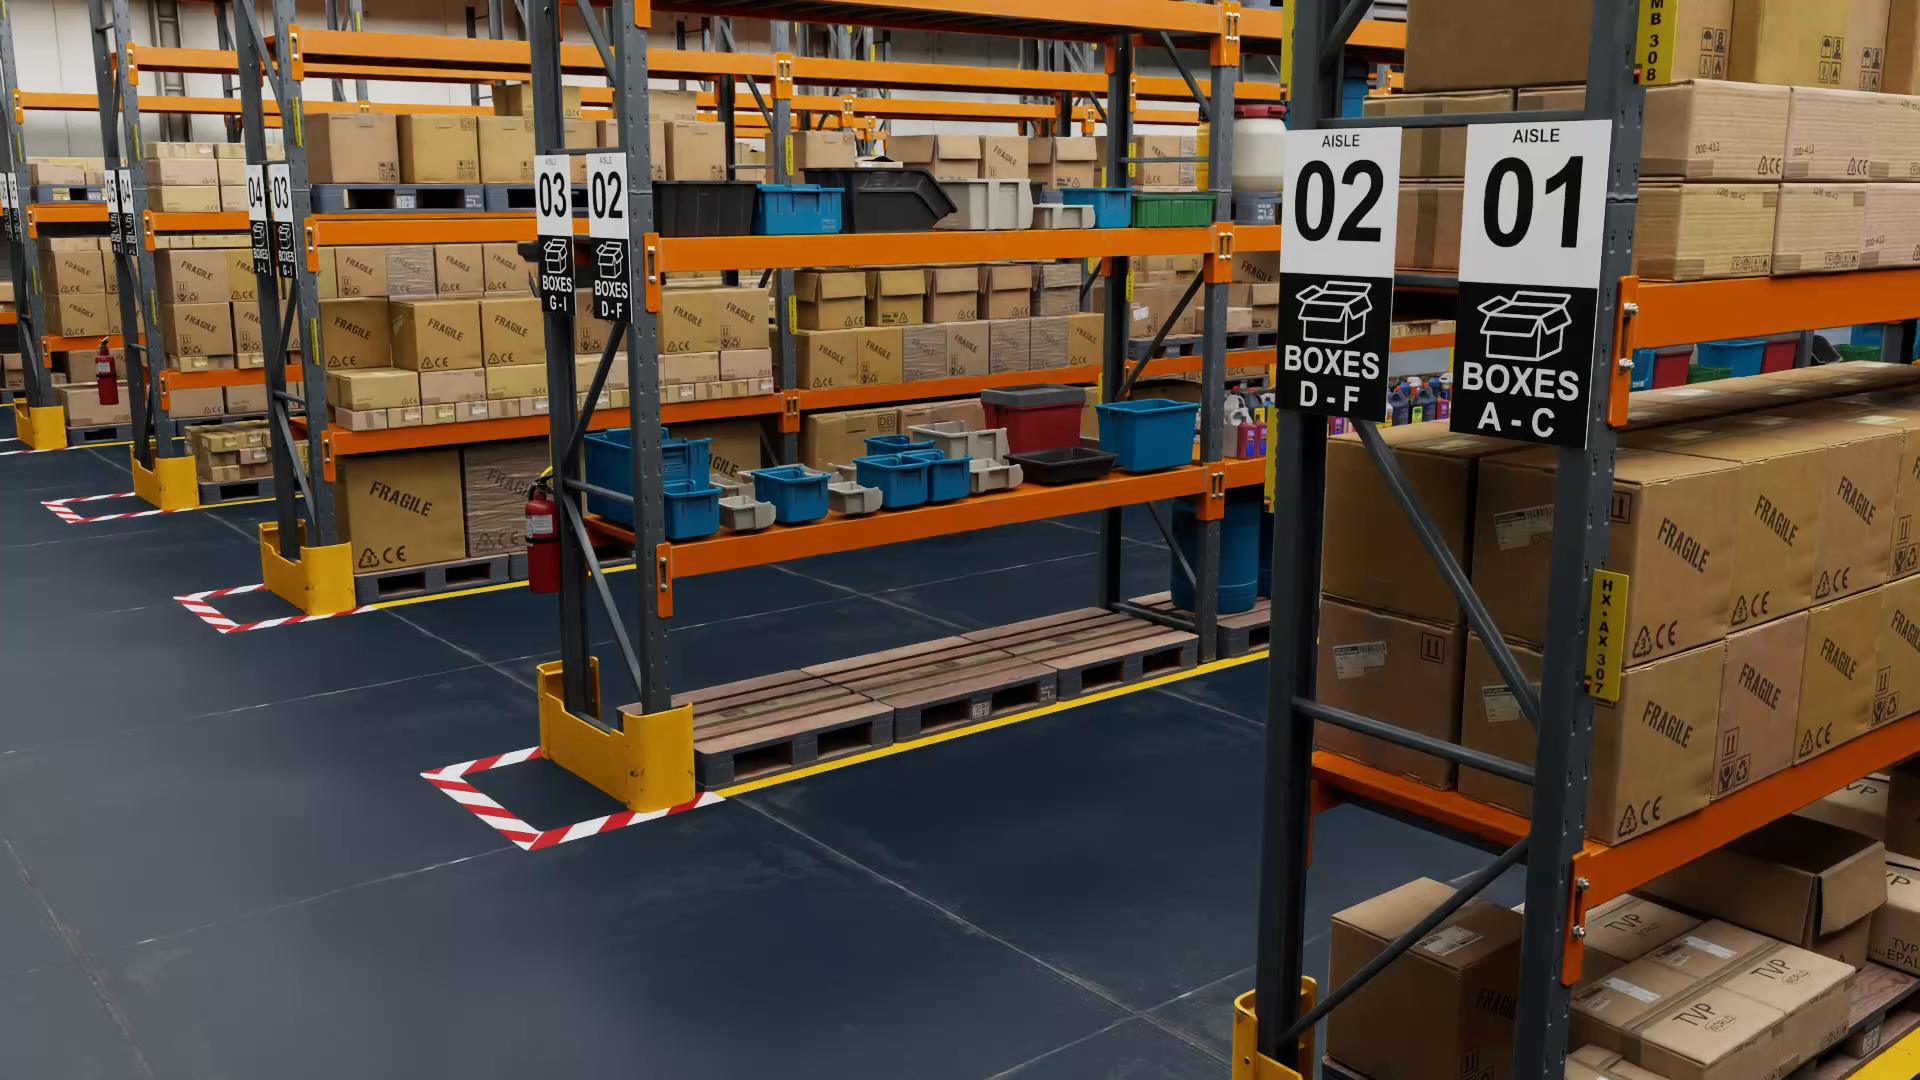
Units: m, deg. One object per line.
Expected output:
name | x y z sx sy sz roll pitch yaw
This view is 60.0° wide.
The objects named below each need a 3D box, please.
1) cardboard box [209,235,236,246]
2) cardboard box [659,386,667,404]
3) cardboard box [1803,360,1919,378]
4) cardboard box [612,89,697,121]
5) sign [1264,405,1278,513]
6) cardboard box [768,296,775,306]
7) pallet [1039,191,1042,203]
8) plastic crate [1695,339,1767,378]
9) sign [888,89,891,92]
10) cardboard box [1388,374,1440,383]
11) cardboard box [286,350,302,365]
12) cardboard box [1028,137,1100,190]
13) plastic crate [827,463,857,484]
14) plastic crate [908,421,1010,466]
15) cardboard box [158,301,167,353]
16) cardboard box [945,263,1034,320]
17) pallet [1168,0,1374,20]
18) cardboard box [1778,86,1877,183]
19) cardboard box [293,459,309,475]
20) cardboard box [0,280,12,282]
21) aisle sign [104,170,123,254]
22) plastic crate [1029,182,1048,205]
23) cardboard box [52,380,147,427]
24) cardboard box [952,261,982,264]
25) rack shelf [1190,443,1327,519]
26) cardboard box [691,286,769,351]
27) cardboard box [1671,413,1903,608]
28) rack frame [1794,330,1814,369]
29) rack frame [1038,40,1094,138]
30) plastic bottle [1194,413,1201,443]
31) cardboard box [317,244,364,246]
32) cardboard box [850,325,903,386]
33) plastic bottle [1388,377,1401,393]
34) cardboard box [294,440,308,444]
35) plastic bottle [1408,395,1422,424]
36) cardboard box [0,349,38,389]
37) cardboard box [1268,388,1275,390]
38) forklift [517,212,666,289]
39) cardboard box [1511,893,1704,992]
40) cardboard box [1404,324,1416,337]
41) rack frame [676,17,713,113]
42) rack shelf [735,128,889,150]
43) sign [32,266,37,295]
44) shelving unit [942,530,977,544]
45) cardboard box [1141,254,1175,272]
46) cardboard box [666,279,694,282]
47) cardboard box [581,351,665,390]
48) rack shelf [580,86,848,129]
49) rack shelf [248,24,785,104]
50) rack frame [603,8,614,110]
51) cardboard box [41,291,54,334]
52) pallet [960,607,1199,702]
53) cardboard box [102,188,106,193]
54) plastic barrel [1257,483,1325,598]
cardboard box | -9.229 -3.732 20.772 0.250 0.149 0.380 -9 15 -38
cardboard box | -2.613 -1.202 13.671 0.250 0.149 0.380 -9 15 -37
cardboard box | 3.866 -0.466 6.954 0.500 0.500 0.500 -9 15 -36
cardboard box | -2.514 -3.567 13.687 0.500 0.250 0.500 -11 16 -41
sign | 0.955 -0.238 4.980 0.005 0.325 0.100 -9 15 -38
cardboard box | -2.380 -2.876 19.827 0.250 0.149 0.380 -9 15 -38
pallet | 0.007 -3.207 15.743 1.213 0.211 1.003 -9 15 -35
plastic crate | 6.898 -1.584 14.906 0.575 0.384 0.392 -9 15 -38
sign | -1.372 -8.860 32.251 0.005 0.325 0.100 -9 15 -38
cardboard box | 5.687 -1.786 20.824 0.500 0.500 0.500 -11 16 -43
cardboard box | -6.701 -1.868 16.811 0.250 0.149 0.380 -10 15 -38
cardboard box | 0.916 -3.702 16.361 0.637 0.503 0.797 -8 15 -34
plastic crate | -0.624 -0.381 9.691 0.250 0.136 0.298 -9 15 -38
plastic crate | 0.011 -0.551 10.141 0.530 0.282 0.437 -9 15 -38
cardboard box | -7.729 -2.144 16.546 0.500 0.500 0.500 -9 15 -37
cardboard box | 0.256 -2.433 16.210 0.637 0.503 0.797 -9 15 -36
pallet | 1.945 -3.506 10.894 1.213 0.211 1.003 -9 15 -38
cardboard box | 2.245 -1.151 4.764 0.500 0.250 0.500 -9 15 -38
cardboard box | -6.699 -0.772 16.897 0.250 0.149 0.380 -9 15 -37
cardboard box | -14.000 -3.619 24.093 0.500 0.250 0.500 -9 15 -36
aisle sign | -8.163 -3.160 16.031 0.004 0.787 0.394 -9 15 -38
plastic crate | 0.177 -2.034 10.080 0.590 0.269 0.497 -9 15 -38
cardboard box | -10.637 -1.693 20.538 0.875 0.438 0.875 -10 16 -40
cardboard box | -0.123 -3.681 22.095 0.500 0.500 0.700 -10 15 -38
rack shelf | 2.880 -0.655 12.224 4.000 0.370 1.077 -9 15 -38
cardboard box | -1.968 -1.887 14.132 0.500 0.500 0.500 -9 15 -36
cardboard box | 2.595 -0.111 5.280 0.500 0.500 0.500 -9 15 -37
rack frame | 7.565 -1.786 15.816 0.127 3.000 1.000 -9 15 -38
rack frame | 1.451 -6.341 22.826 0.127 3.000 1.000 -9 15 -38
plastic bottle | 1.640 -0.781 11.562 0.097 0.201 0.097 0 12 0
cardboard box | -6.510 -2.836 17.401 0.500 0.500 0.500 -10 16 -40
cardboard box | -0.868 -1.684 15.098 0.500 0.500 0.500 -9 15 -38
plastic bottle | 3.408 -1.136 13.036 0.133 0.283 0.061 -9 15 -38
cardboard box | -6.739 -1.077 16.899 0.250 0.149 0.380 -10 16 -40
plastic bottle | 3.251 -0.898 11.918 0.133 0.283 0.061 -9 15 -38
cardboard box | -13.657 -2.492 24.142 0.637 0.503 0.797 -10 16 -40
cardboard box | 3.978 -1.505 19.454 0.500 0.500 0.700 -11 16 -42
forklift | -3.665 -1.922 16.624 1.130 2.935 3.031 -12 17 -44
cardboard box | 2.318 1.476 6.015 0.500 0.250 0.500 -9 15 -38
cardboard box | 5.208 -2.512 19.844 0.250 0.149 0.380 -9 15 -38
rack frame | -4.824 -7.935 30.335 0.127 3.000 1.000 -9 15 -38
rack shelf | -3.262 -7.647 31.673 4.000 0.370 1.077 -9 15 -38
sign | -10.748 -3.010 19.310 0.005 0.325 0.100 -9 15 -38
shelving unit | -0.006 -0.439 14.530 0.210 0.900 0.258 -9 15 -38
cardboard box | 2.625 -4.188 24.171 0.550 0.550 0.875 -9 15 -38
cardboard box | -3.376 -3.030 19.837 0.250 0.149 0.380 -10 15 -38
cardboard box | -2.758 -1.389 13.595 0.500 0.250 0.500 -9 15 -37
rack shelf | -3.234 -5.015 19.276 4.000 0.370 1.077 -9 15 -38
rack shelf | -3.337 -3.678 12.981 4.000 0.370 1.077 -9 15 -38
rack frame | -4.843 -6.612 24.101 0.127 3.000 1.000 -9 15 -38
cardboard box | -10.879 -2.793 20.322 0.500 0.500 0.500 -9 15 -37
pallet | 0.768 0.718 10.738 1.213 0.211 1.003 -9 15 -38
cardboard box | -12.496 -5.201 24.324 0.500 0.250 0.500 -10 15 -39
plastic barrel | 2.307 -0.086 11.854 0.708 0.901 0.600 -9 15 -38
